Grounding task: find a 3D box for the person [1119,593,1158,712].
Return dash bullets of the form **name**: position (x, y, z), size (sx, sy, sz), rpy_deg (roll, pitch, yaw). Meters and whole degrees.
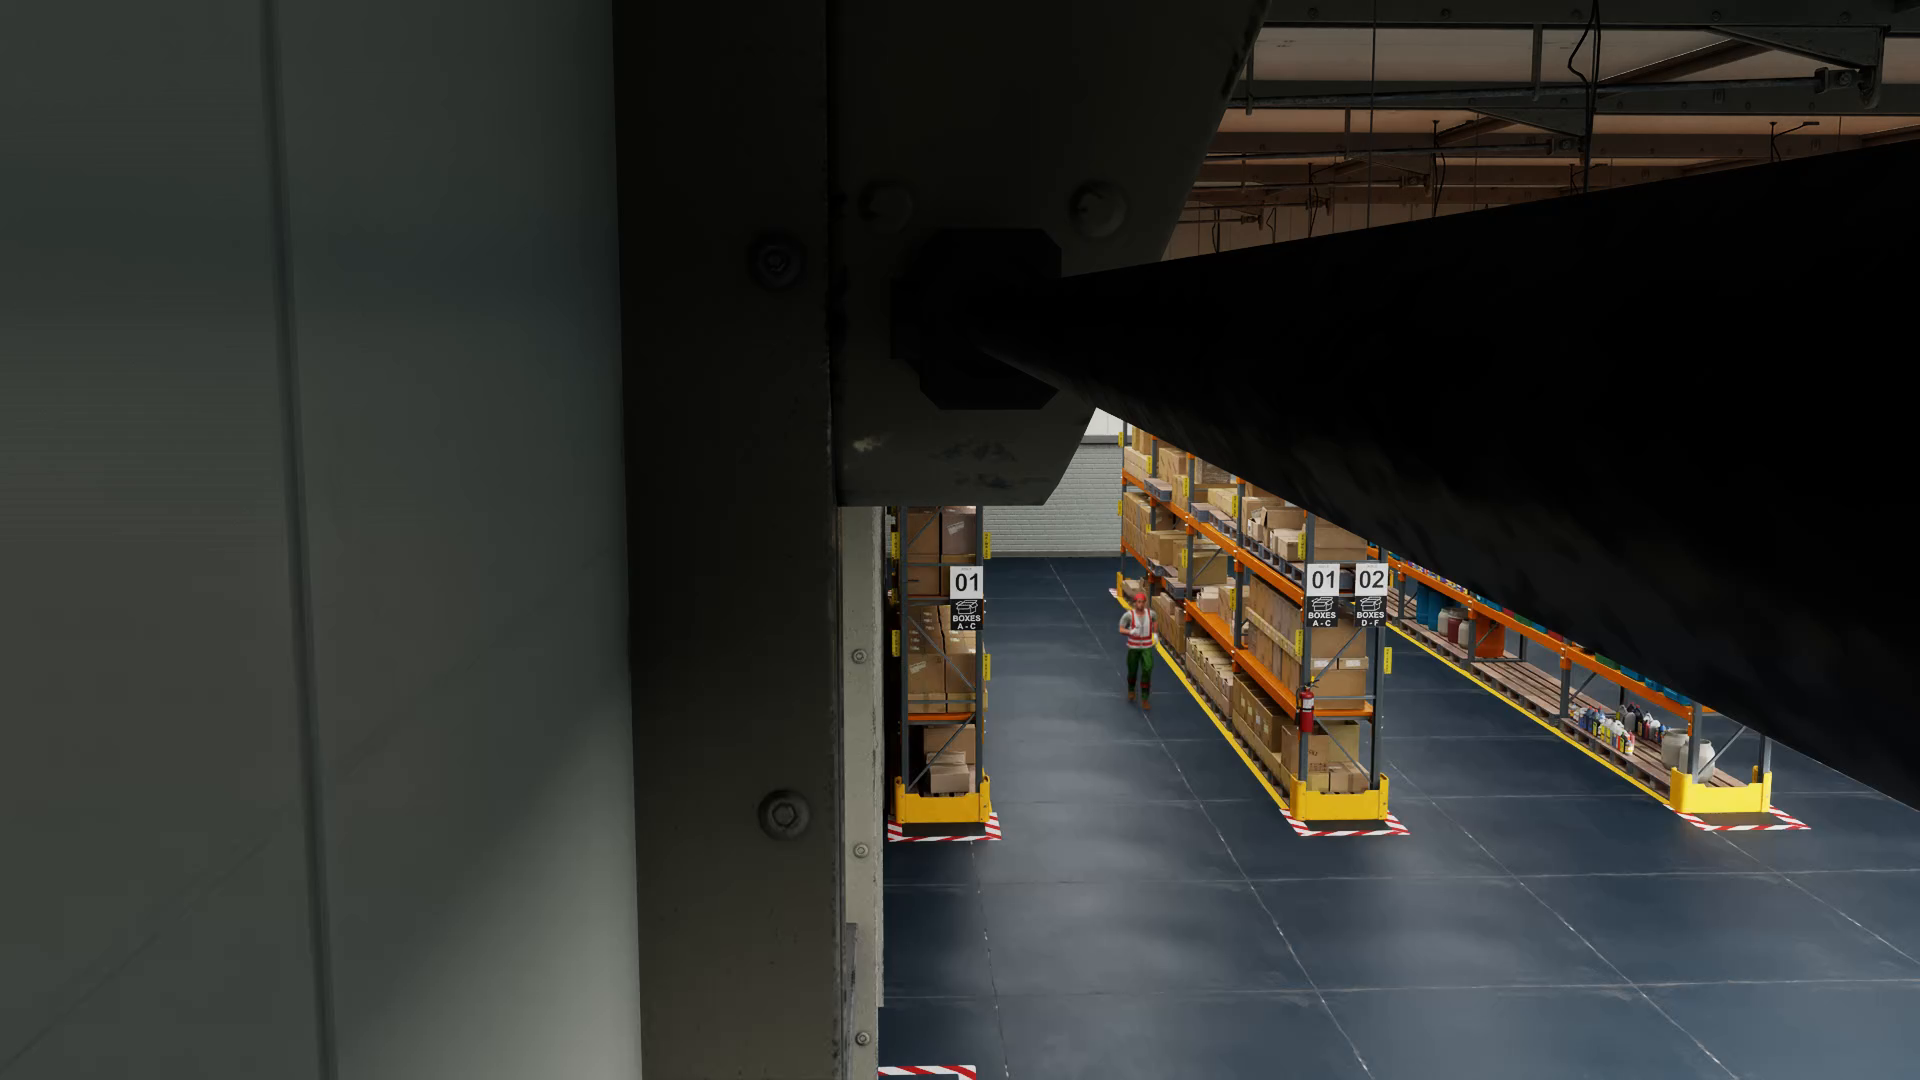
- **person**: position (2.827, 1.736, 26.373), size (0.661, 1.846, 0.835), rpy_deg (0, 8, -3)
